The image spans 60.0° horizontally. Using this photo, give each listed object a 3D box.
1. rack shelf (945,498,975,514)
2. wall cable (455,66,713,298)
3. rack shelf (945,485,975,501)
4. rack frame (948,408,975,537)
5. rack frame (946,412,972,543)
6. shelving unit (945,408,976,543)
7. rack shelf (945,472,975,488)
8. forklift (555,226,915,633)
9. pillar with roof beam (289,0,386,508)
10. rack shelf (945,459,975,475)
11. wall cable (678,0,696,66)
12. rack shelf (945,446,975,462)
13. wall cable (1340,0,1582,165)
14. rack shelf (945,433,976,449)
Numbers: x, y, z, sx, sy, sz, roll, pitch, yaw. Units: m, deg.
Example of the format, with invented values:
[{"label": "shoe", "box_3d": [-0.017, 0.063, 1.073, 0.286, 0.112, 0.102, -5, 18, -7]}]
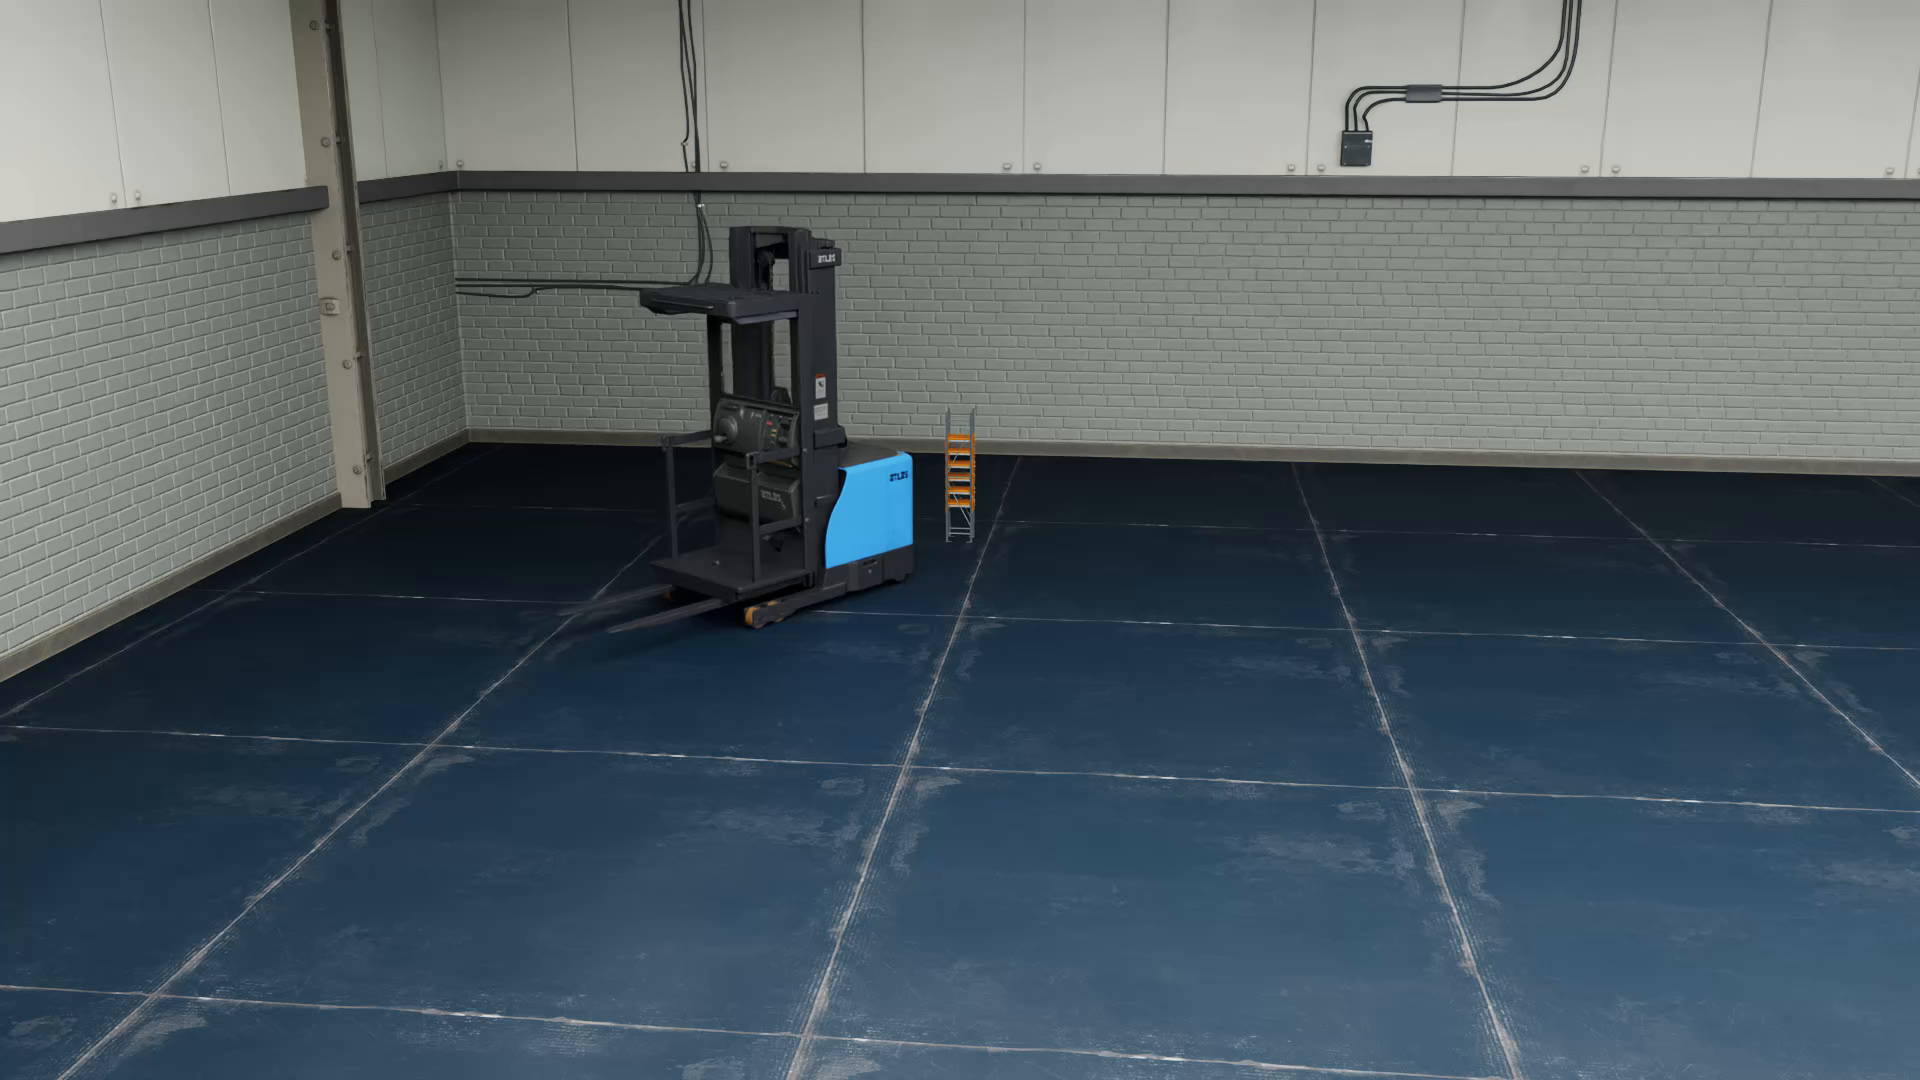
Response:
[{"label": "rack shelf", "box_3d": [0.002, -0.308, 15.094, 0.258, 0.103, 0.180, 2, 15, 6]}, {"label": "wall cable", "box_3d": [-4.289, -3.940, 18.441, 3.097, 2.526, 0.112, 2, 15, 6]}, {"label": "rack shelf", "box_3d": [0.002, -0.424, 15.062, 0.258, 0.103, 0.180, 2, 15, 6]}, {"label": "rack frame", "box_3d": [0.012, -0.607, 15.107, 0.240, 1.200, 0.006, 2, 15, 6]}, {"label": "rack frame", "box_3d": [-0.009, -0.559, 14.932, 0.240, 1.200, 0.006, 2, 15, 6]}, {"label": "shelving unit", "box_3d": [0.002, -0.583, 15.019, 0.258, 1.200, 0.189, 2, 15, 6]}, {"label": "rack shelf", "box_3d": [0.002, -0.540, 15.031, 0.258, 0.103, 0.180, 2, 15, 6]}, {"label": "forklift", "box_3d": [-1.736, -0.890, 12.840, 1.130, 2.935, 3.031, 13, 20, 40]}, {"label": "pillar with roof beam", "box_3d": [-1.658, -4.587, 14.885, 9.100, 9.000, 0.400, 2, 15, 6]}, {"label": "rack shelf", "box_3d": [0.002, -0.656, 15.000, 0.258, 0.103, 0.180, 2, 15, 6]}, {"label": "wall cable", "box_3d": [-1.601, -6.298, 17.487, 3.097, 2.526, 0.112, 2, 15, 6]}, {"label": "rack shelf", "box_3d": [0.002, -0.772, 14.968, 0.258, 0.103, 0.180, 2, 15, 6]}, {"label": "wall cable", "box_3d": [5.142, -6.797, 16.542, 2.305, 6.003, 0.169, 2, 15, 6]}, {"label": "rack shelf", "box_3d": [0.002, -0.888, 14.937, 0.258, 0.103, 0.180, 2, 15, 6]}]
